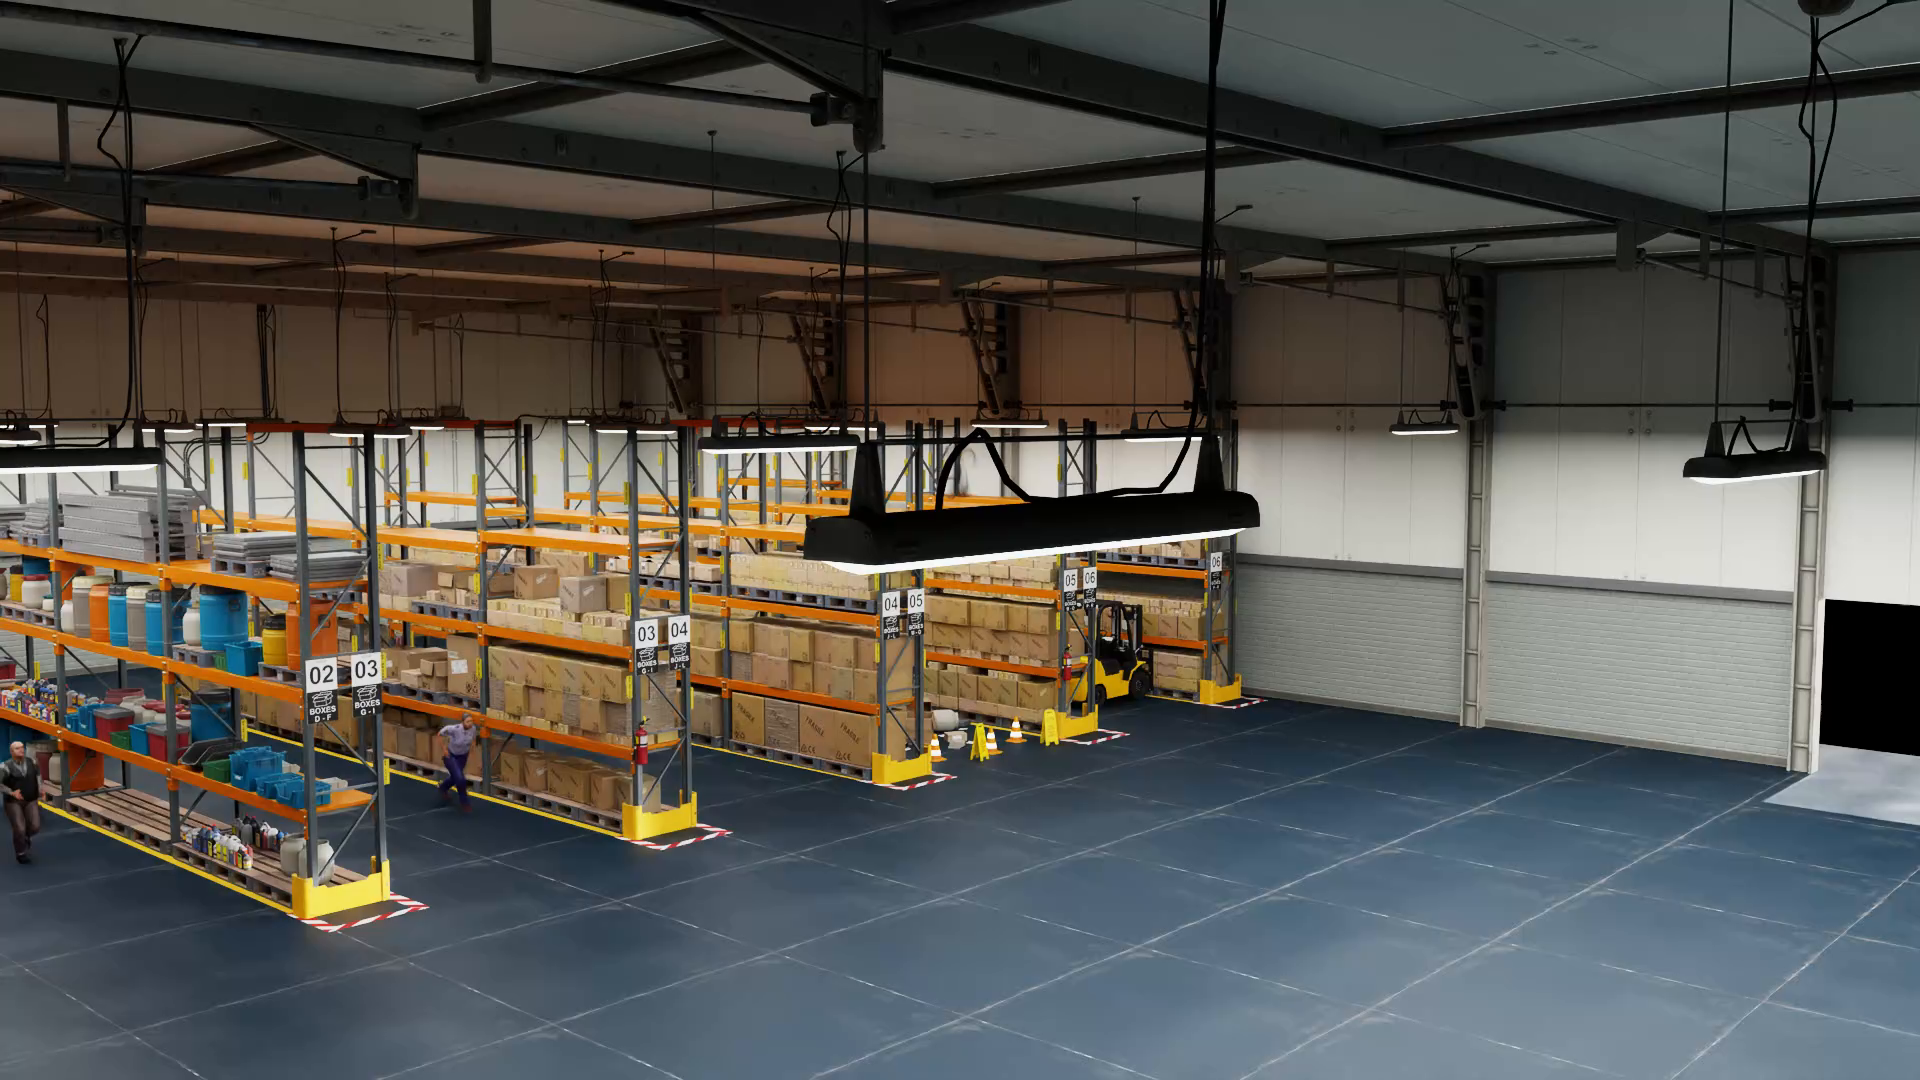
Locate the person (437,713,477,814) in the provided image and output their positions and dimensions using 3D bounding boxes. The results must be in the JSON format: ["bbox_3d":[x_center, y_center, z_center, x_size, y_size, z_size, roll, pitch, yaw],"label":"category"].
[{"bbox_3d":[-7.910,3.453,25.979,0.978,1.612,0.644,4,6,42],"label":"person"}]

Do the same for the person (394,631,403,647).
[{"bbox_3d":[-13.257,2.279,39.822,0.785,1.615,0.619,-3,5,-29],"label":"person"}]

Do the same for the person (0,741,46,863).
[{"bbox_3d":[-12.976,3.621,22.999,0.579,1.678,0.658,4,6,39],"label":"person"}]
